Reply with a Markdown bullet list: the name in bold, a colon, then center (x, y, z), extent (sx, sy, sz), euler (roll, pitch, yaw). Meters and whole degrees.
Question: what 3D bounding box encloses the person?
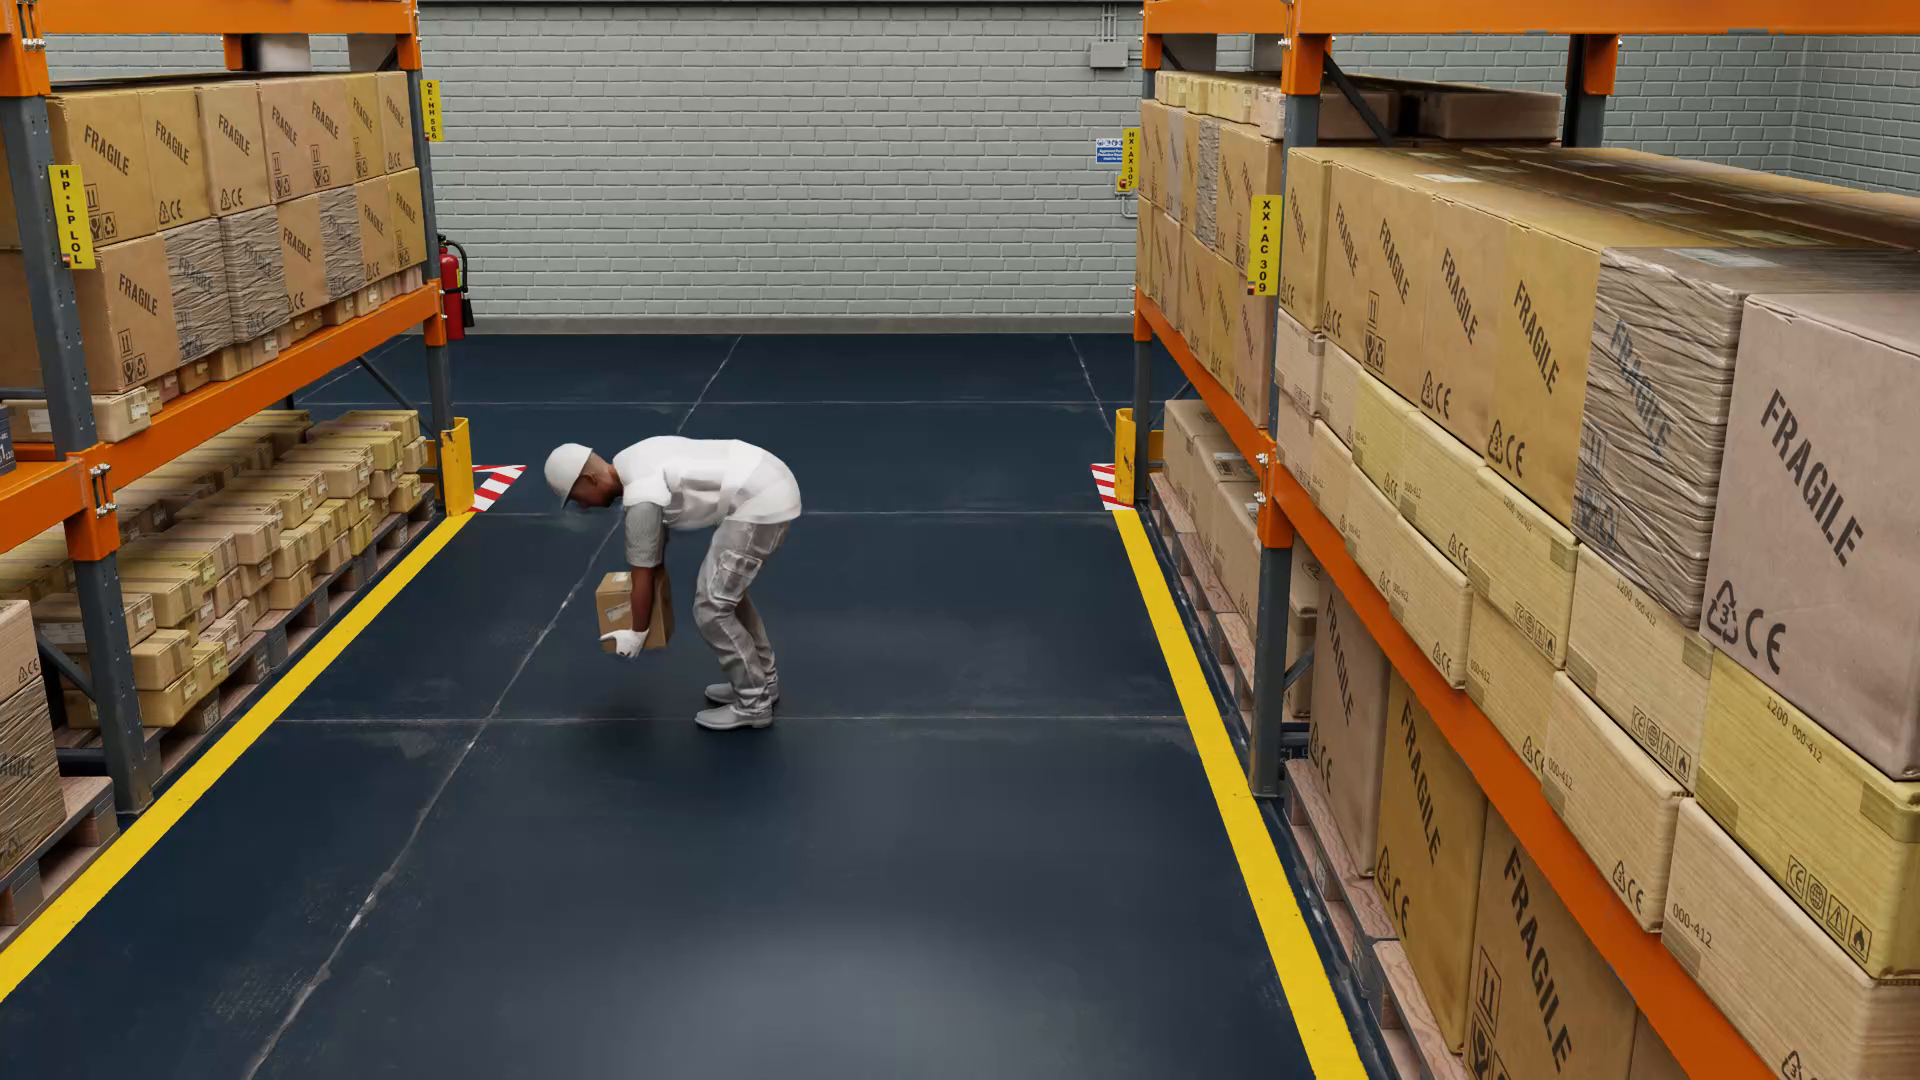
- **person**: center (-1.112, 0.157, 6.583), extent (0.985, 1.144, 0.501), euler (-1, 17, -3)
